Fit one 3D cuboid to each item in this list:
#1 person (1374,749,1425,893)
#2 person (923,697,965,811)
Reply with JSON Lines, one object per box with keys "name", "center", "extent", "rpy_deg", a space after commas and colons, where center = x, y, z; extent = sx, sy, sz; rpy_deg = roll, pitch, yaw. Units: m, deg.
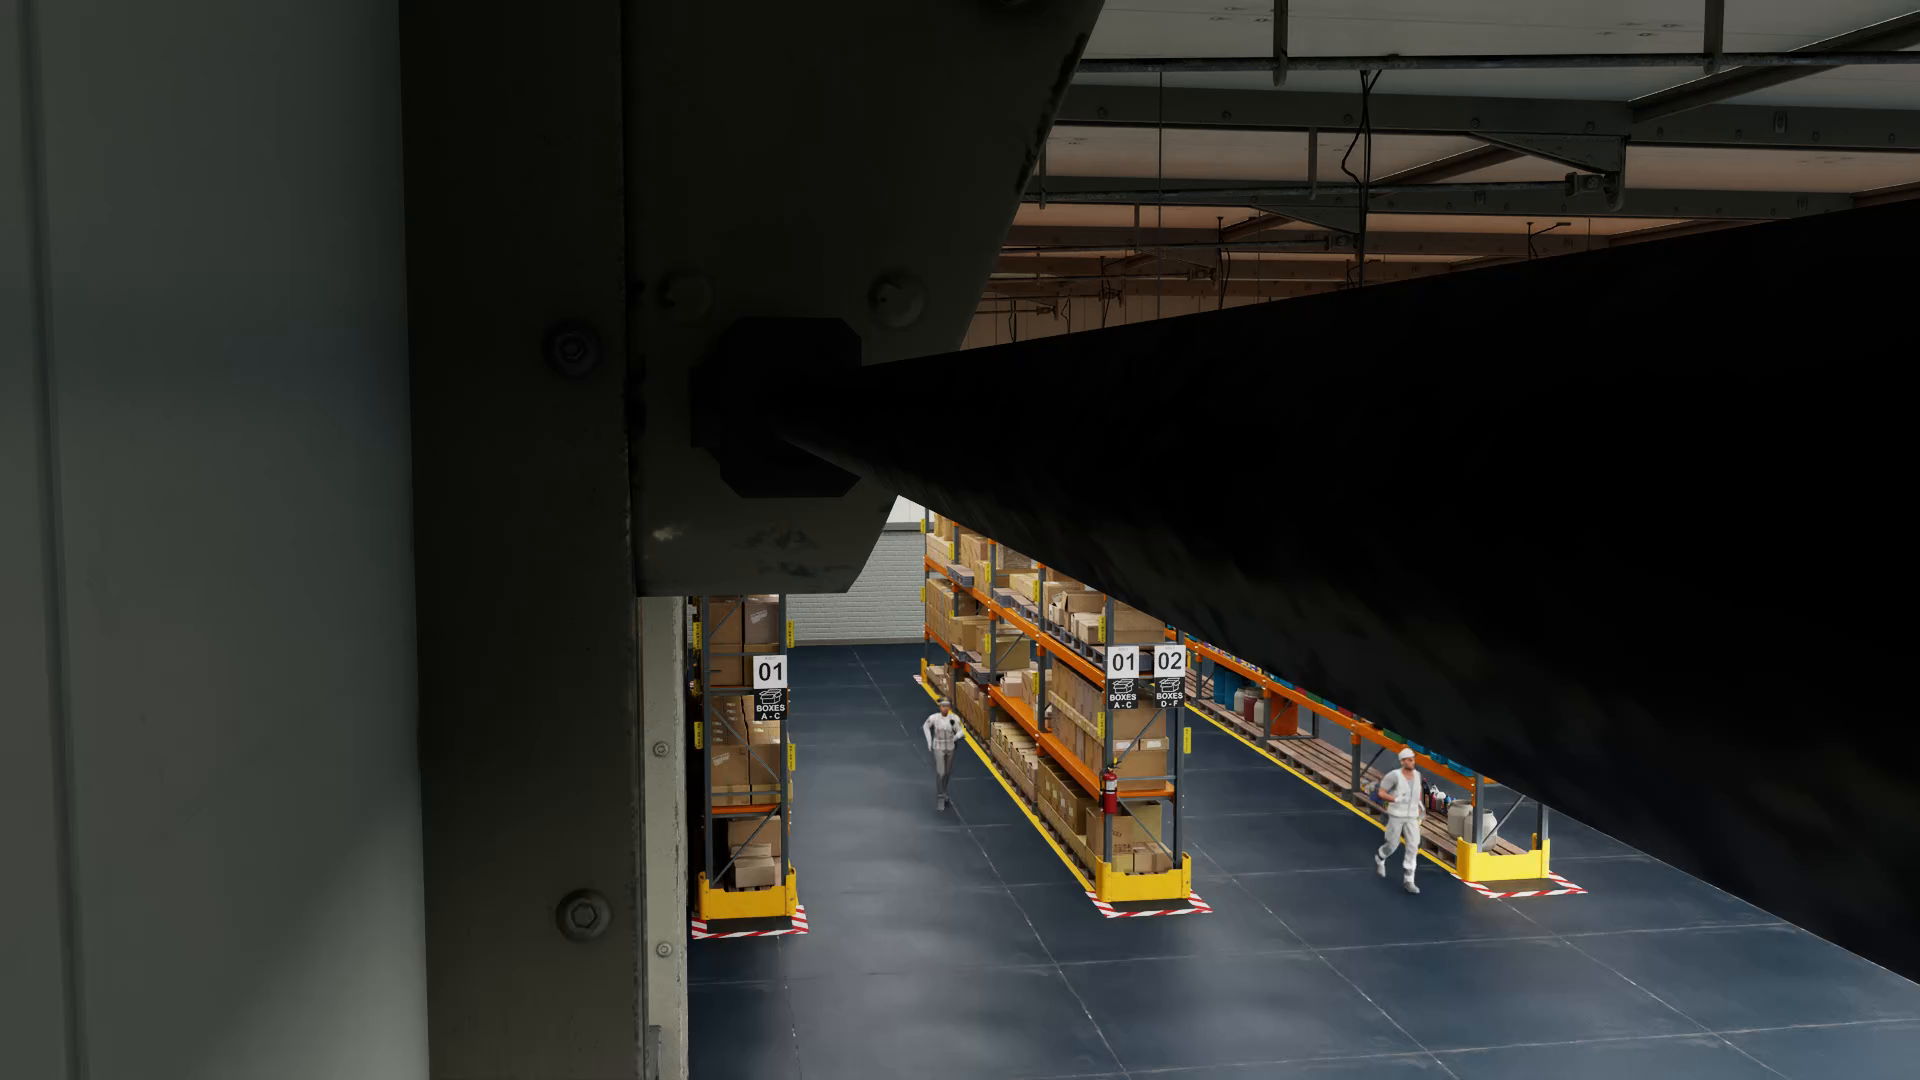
{"name": "person", "center": [5.698, 3.553, 21.322], "extent": [0.706, 1.746, 0.979], "rpy_deg": [-1, 5, -11]}
{"name": "person", "center": [-0.231, 3.253, 25.530], "extent": [0.597, 1.753, 0.757], "rpy_deg": [-1, 5, -13]}
